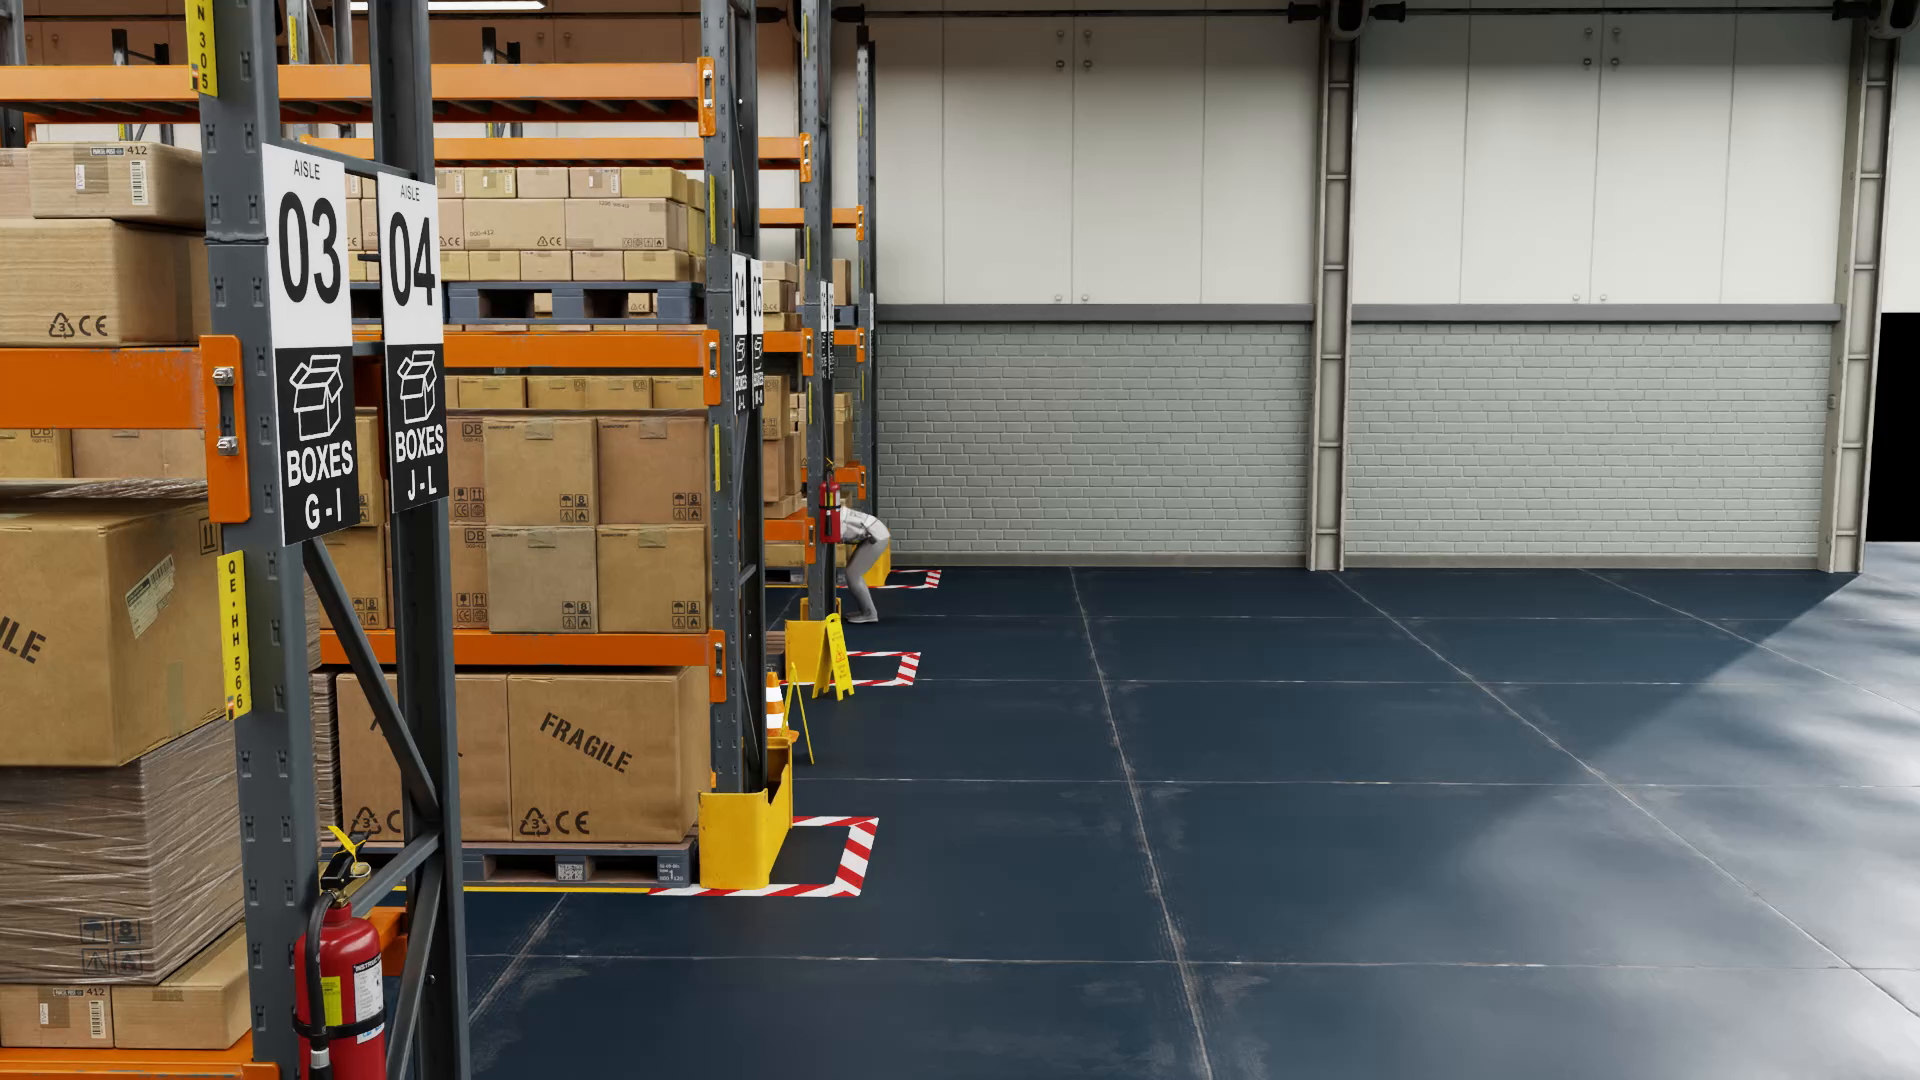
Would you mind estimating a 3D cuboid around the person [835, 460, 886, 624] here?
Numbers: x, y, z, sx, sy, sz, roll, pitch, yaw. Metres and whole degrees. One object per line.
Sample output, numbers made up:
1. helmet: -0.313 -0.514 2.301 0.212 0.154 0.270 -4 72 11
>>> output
1. person: -1.017 0.010 16.080 0.608 1.575 0.413 0 7 0
